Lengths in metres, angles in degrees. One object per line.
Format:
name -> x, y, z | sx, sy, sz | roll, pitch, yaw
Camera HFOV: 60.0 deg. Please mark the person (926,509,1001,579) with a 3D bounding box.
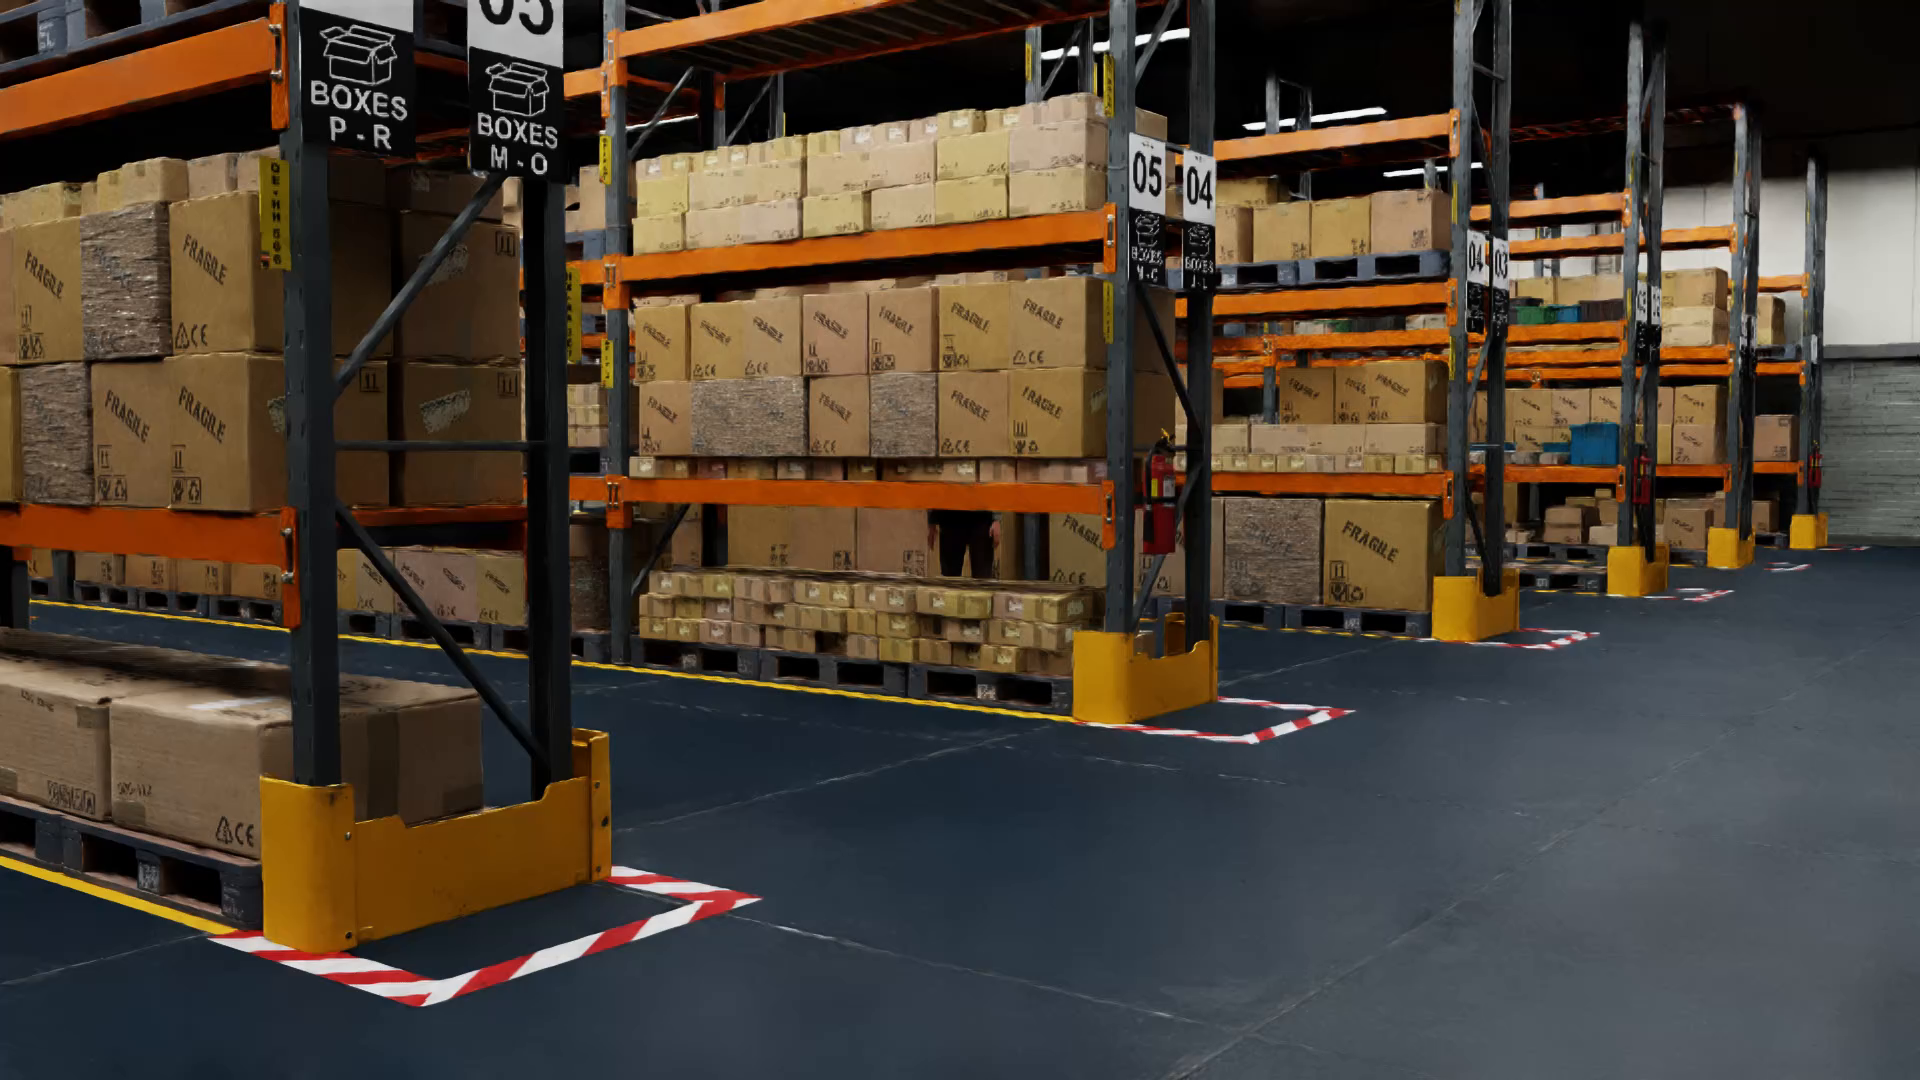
person -> 0.015, -0.070, 12.392 | 0.588, 1.730, 0.463 | 1, 3, 14
